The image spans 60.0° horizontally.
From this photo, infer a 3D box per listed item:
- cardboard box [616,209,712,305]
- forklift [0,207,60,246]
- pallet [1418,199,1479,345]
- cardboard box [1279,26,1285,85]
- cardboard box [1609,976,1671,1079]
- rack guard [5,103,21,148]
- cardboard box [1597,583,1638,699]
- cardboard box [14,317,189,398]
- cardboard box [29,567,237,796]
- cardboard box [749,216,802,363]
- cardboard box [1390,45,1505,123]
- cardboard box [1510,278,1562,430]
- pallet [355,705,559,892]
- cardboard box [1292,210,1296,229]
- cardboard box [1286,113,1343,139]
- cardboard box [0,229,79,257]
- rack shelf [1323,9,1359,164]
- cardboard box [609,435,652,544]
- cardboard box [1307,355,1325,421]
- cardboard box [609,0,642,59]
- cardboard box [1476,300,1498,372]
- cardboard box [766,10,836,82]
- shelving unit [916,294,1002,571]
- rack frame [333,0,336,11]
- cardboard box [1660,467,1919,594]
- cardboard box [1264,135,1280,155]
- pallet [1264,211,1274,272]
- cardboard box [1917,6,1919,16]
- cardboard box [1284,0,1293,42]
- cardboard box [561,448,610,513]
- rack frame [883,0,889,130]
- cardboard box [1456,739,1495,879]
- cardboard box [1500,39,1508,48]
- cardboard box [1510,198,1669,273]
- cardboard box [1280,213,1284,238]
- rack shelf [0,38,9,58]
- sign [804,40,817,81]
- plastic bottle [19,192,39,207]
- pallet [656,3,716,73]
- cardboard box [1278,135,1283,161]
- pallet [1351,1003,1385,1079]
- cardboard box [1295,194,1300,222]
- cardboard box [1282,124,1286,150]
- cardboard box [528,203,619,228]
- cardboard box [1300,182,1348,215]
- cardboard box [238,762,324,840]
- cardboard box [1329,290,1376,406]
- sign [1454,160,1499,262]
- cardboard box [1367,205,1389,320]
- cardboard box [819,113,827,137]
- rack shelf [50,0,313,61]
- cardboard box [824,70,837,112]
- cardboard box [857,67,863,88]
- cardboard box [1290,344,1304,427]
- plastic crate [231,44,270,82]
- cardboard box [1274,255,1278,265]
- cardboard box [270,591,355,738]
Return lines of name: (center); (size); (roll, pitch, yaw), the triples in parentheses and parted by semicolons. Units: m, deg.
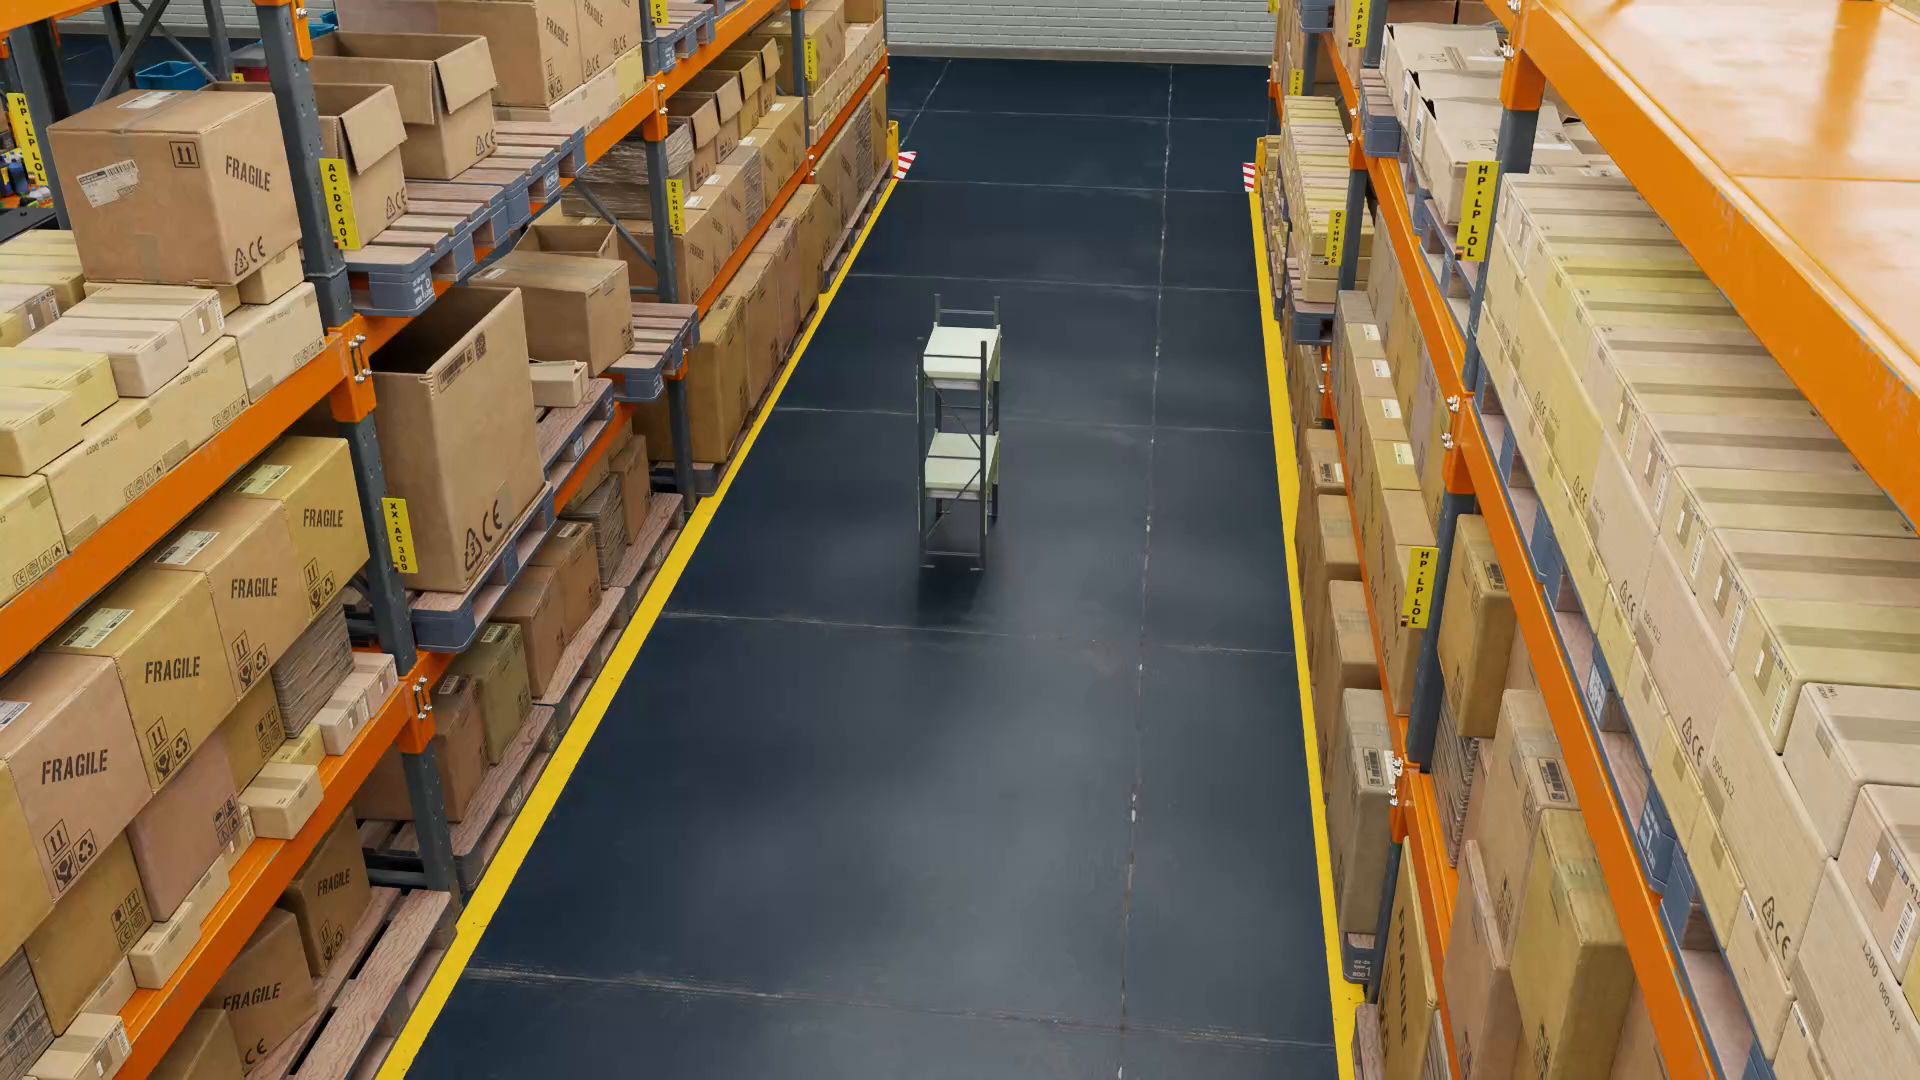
cardboard box: (-1.911, -1.802, 10.619); (0.500, 0.500, 0.500); (4, 29, 8)
forklift: (-5.086, -0.573, 8.516); (1.130, 2.935, 3.031); (2, 28, 4)
pallet: (2.243, -0.997, 6.270); (0.805, 0.209, 1.217); (2, 28, 4)
cardboard box: (3.208, -4.472, 15.261); (0.500, 0.500, 0.500); (4, 29, 7)
cardboard box: (1.952, 1.322, 3.628); (0.875, 0.550, 0.550); (3, 28, 6)
rack guard: (-11.101, -4.752, 18.836); (1.175, 0.500, 0.348); (3, 28, 6)
cardboard box: (1.581, 0.223, 3.519); (0.380, 0.149, 0.250); (4, 29, 7)
cardboard box: (-2.560, -0.548, 4.971); (0.380, 0.149, 0.250); (3, 28, 5)
cardboard box: (-2.635, 0.421, 5.125); (0.500, 0.500, 0.500); (3, 28, 6)
cardboard box: (-1.918, -1.955, 12.805); (1.225, 0.875, 0.875); (2, 28, 4)
cardboard box: (2.301, -2.129, 7.779); (0.500, 0.250, 0.500); (4, 29, 8)
cardboard box: (1.781, -0.489, 4.422); (0.500, 0.250, 0.500); (3, 28, 6)
pallet: (-2.637, 1.199, 8.095); (1.003, 0.211, 1.213); (3, 28, 6)
cardboard box: (2.436, -2.146, 11.185); (0.380, 0.149, 0.250); (4, 29, 8)
cardboard box: (2.593, -3.018, 12.176); (0.380, 0.149, 0.250); (4, 29, 7)
cardboard box: (-3.076, -0.957, 5.732); (0.380, 0.149, 0.250); (3, 28, 5)
rack shelf: (2.915, -3.155, 10.831); (1.077, 0.370, 4.000); (3, 28, 6)
cardboard box: (-2.303, -0.322, 10.149); (0.700, 0.500, 0.500); (2, 28, 4)
cardboard box: (2.493, -0.961, 10.566); (0.500, 0.250, 0.500); (3, 28, 5)
cardboard box: (-2.051, -2.891, 8.950); (0.500, 0.500, 0.500); (4, 29, 8)
cardboard box: (1.797, -0.614, 5.073); (0.380, 0.149, 0.250); (3, 28, 5)
cardboard box: (-1.370, -4.265, 14.350); (0.500, 0.500, 0.500); (3, 28, 6)
shelving unit: (-0.001, -0.657, 10.181); (0.431, 1.500, 0.755); (3, 28, 6)
rack frame: (-6.176, -5.599, 17.772); (1.000, 3.000, 0.127); (3, 28, 6)
cardboard box: (1.550, -0.010, 3.112); (0.380, 0.149, 0.250); (3, 28, 5)
cardboard box: (3.248, -3.940, 16.629); (0.380, 0.149, 0.250); (2, 28, 4)
pallet: (3.354, -2.759, 15.440); (1.003, 0.211, 1.213); (3, 28, 6)
cardboard box: (7.995, -4.260, 13.444); (0.380, 0.149, 0.250); (3, 28, 6)
cardboard box: (3.131, -4.673, 14.580); (0.500, 0.500, 0.500); (2, 28, 5)
cardboard box: (-2.348, -0.401, 9.505); (0.500, 0.250, 0.500); (7, 29, 12)
rack frame: (-1.260, -5.311, 17.238); (1.000, 3.000, 0.127); (3, 28, 6)
cardboard box: (2.101, 1.042, 5.287); (0.875, 0.550, 0.550); (3, 28, 6)
cardboard box: (2.839, -2.210, 7.865); (0.500, 0.311, 0.500); (3, 28, 6)
cardboard box: (1.767, -0.845, 4.660); (0.380, 0.149, 0.250); (3, 28, 6)
cardboard box: (2.960, -2.707, 14.340); (0.380, 0.149, 0.250); (3, 28, 6)
rack shelf: (-11.337, -4.630, 16.733); (1.077, 0.370, 4.000); (3, 28, 6)
sign: (-1.211, -3.876, 13.437); (0.100, 0.325, 0.005); (3, 28, 6)
plastic bottle: (-6.636, -2.353, 11.871); (0.061, 0.283, 0.133); (3, 28, 6)
pallet: (-2.214, -3.089, 10.149); (1.213, 0.211, 1.003); (5, 29, 9)
cardboard box: (2.655, -3.008, 12.785); (0.380, 0.149, 0.250); (2, 28, 4)
pallet: (2.009, 2.254, 6.135); (1.003, 0.211, 1.213); (3, 28, 6)
cardboard box: (2.403, -2.158, 10.894); (0.380, 0.149, 0.250); (3, 28, 6)
cardboard box: (2.625, -3.017, 12.488); (0.380, 0.149, 0.250); (3, 28, 5)
cardboard box: (-2.426, -1.836, 10.682); (0.500, 0.500, 0.500); (4, 29, 8)
cardboard box: (2.369, -2.170, 10.603); (0.380, 0.149, 0.250); (4, 29, 8)
cardboard box: (-2.516, 0.922, 5.933); (0.380, 0.149, 0.250); (3, 28, 6)
cardboard box: (2.347, -1.058, 9.238); (0.500, 0.500, 0.500); (4, 29, 7)
sign: (1.640, -1.040, 5.271); (0.100, 0.325, 0.005); (3, 28, 6)
cardboard box: (2.605, -1.483, 8.972); (0.700, 0.500, 0.500); (3, 28, 6)
cardboard box: (-1.352, -3.561, 14.254); (0.380, 0.149, 0.250); (2, 28, 5)
rack shelf: (-2.486, -2.752, 7.343); (1.077, 0.370, 4.000); (3, 28, 6)
cardboard box: (-1.367, -3.933, 14.524); (0.500, 0.250, 0.500); (3, 28, 6)
cardboard box: (-1.132, -4.411, 15.831); (0.380, 0.149, 0.250); (3, 29, 6)
cardboard box: (2.607, -1.113, 11.638); (0.500, 0.500, 0.500); (2, 28, 4)
plastic crate: (-6.308, -4.176, 15.001); (0.402, 0.464, 0.583); (3, 28, 6)
cardboard box: (2.953, -2.472, 14.531); (0.380, 0.149, 0.250); (2, 28, 5)
cardboard box: (-2.847, 0.371, 6.272); (0.875, 0.500, 0.500); (3, 28, 6)
